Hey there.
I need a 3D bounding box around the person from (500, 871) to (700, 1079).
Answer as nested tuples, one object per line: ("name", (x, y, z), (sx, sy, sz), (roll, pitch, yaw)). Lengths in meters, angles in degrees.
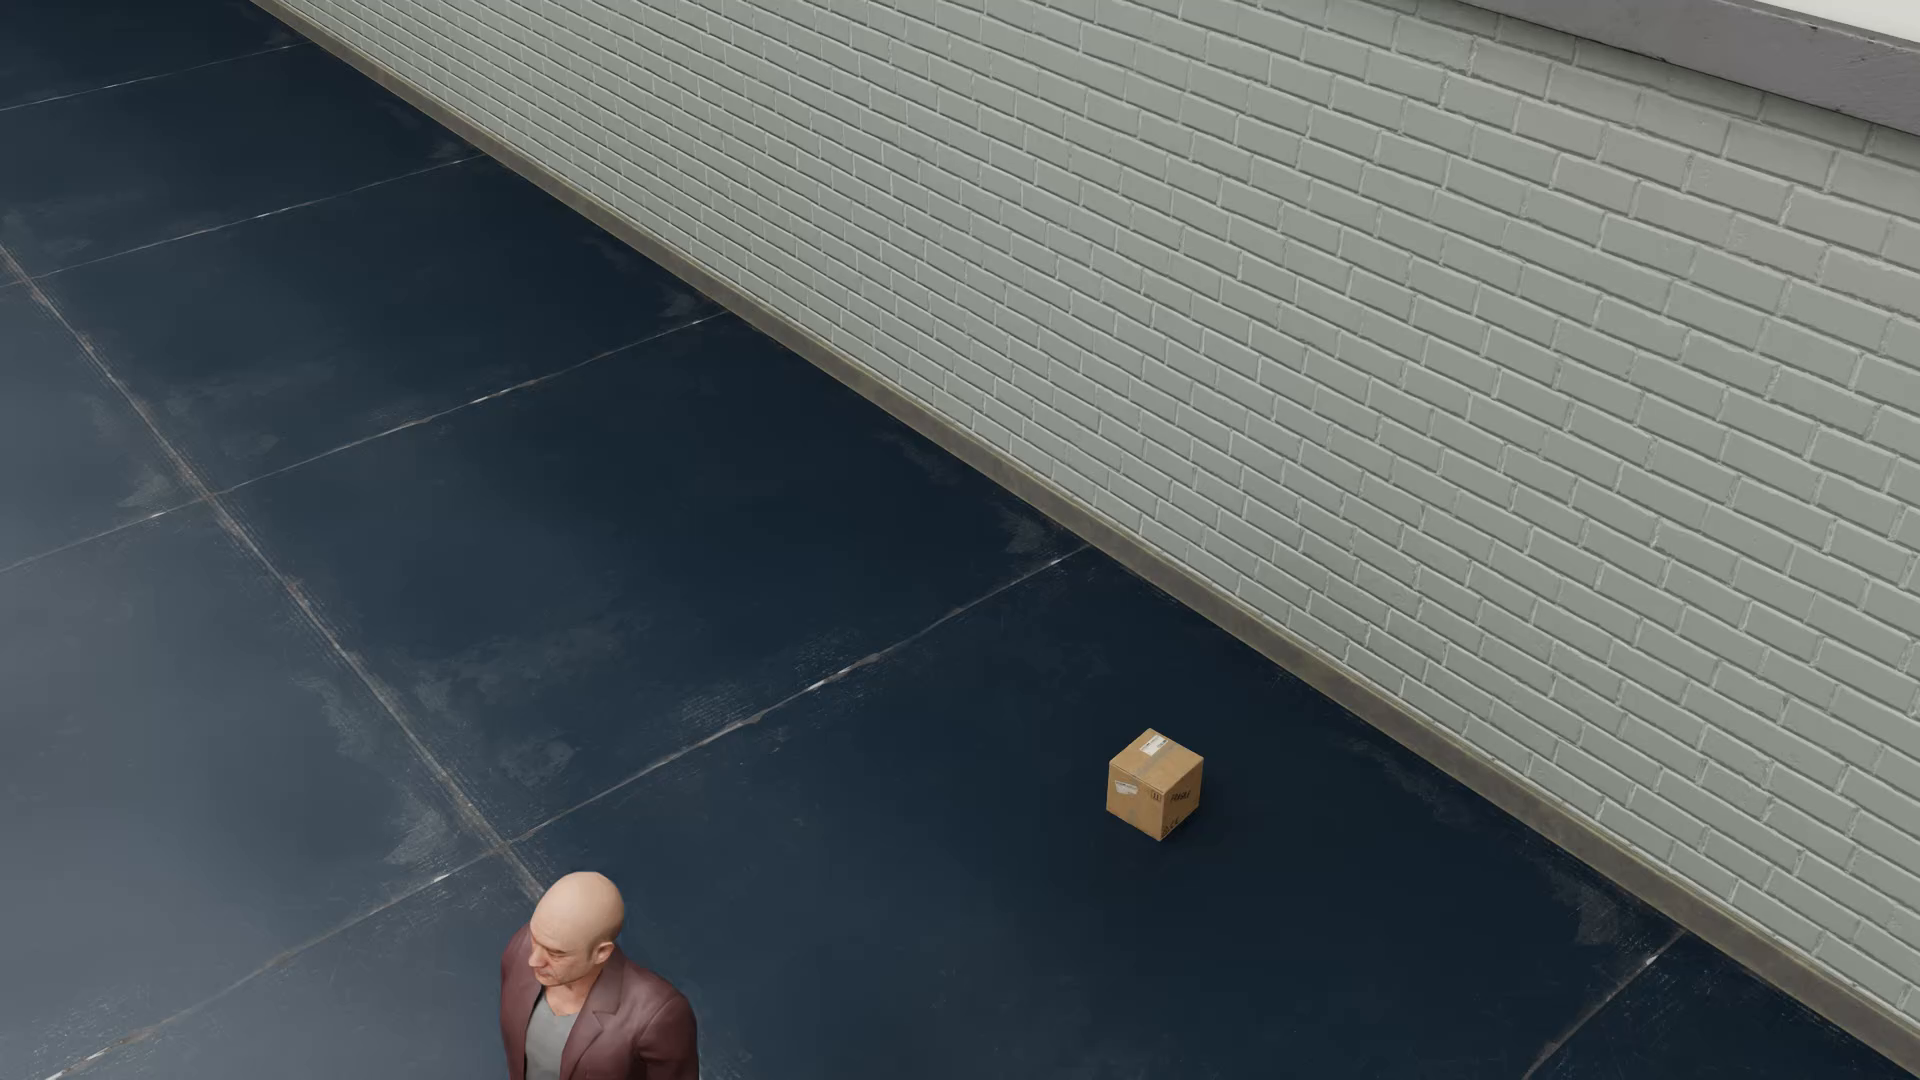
("person", (-0.863, 1.496, 4.111), (0.577, 1.661, 0.735), (20, 40, 26))
